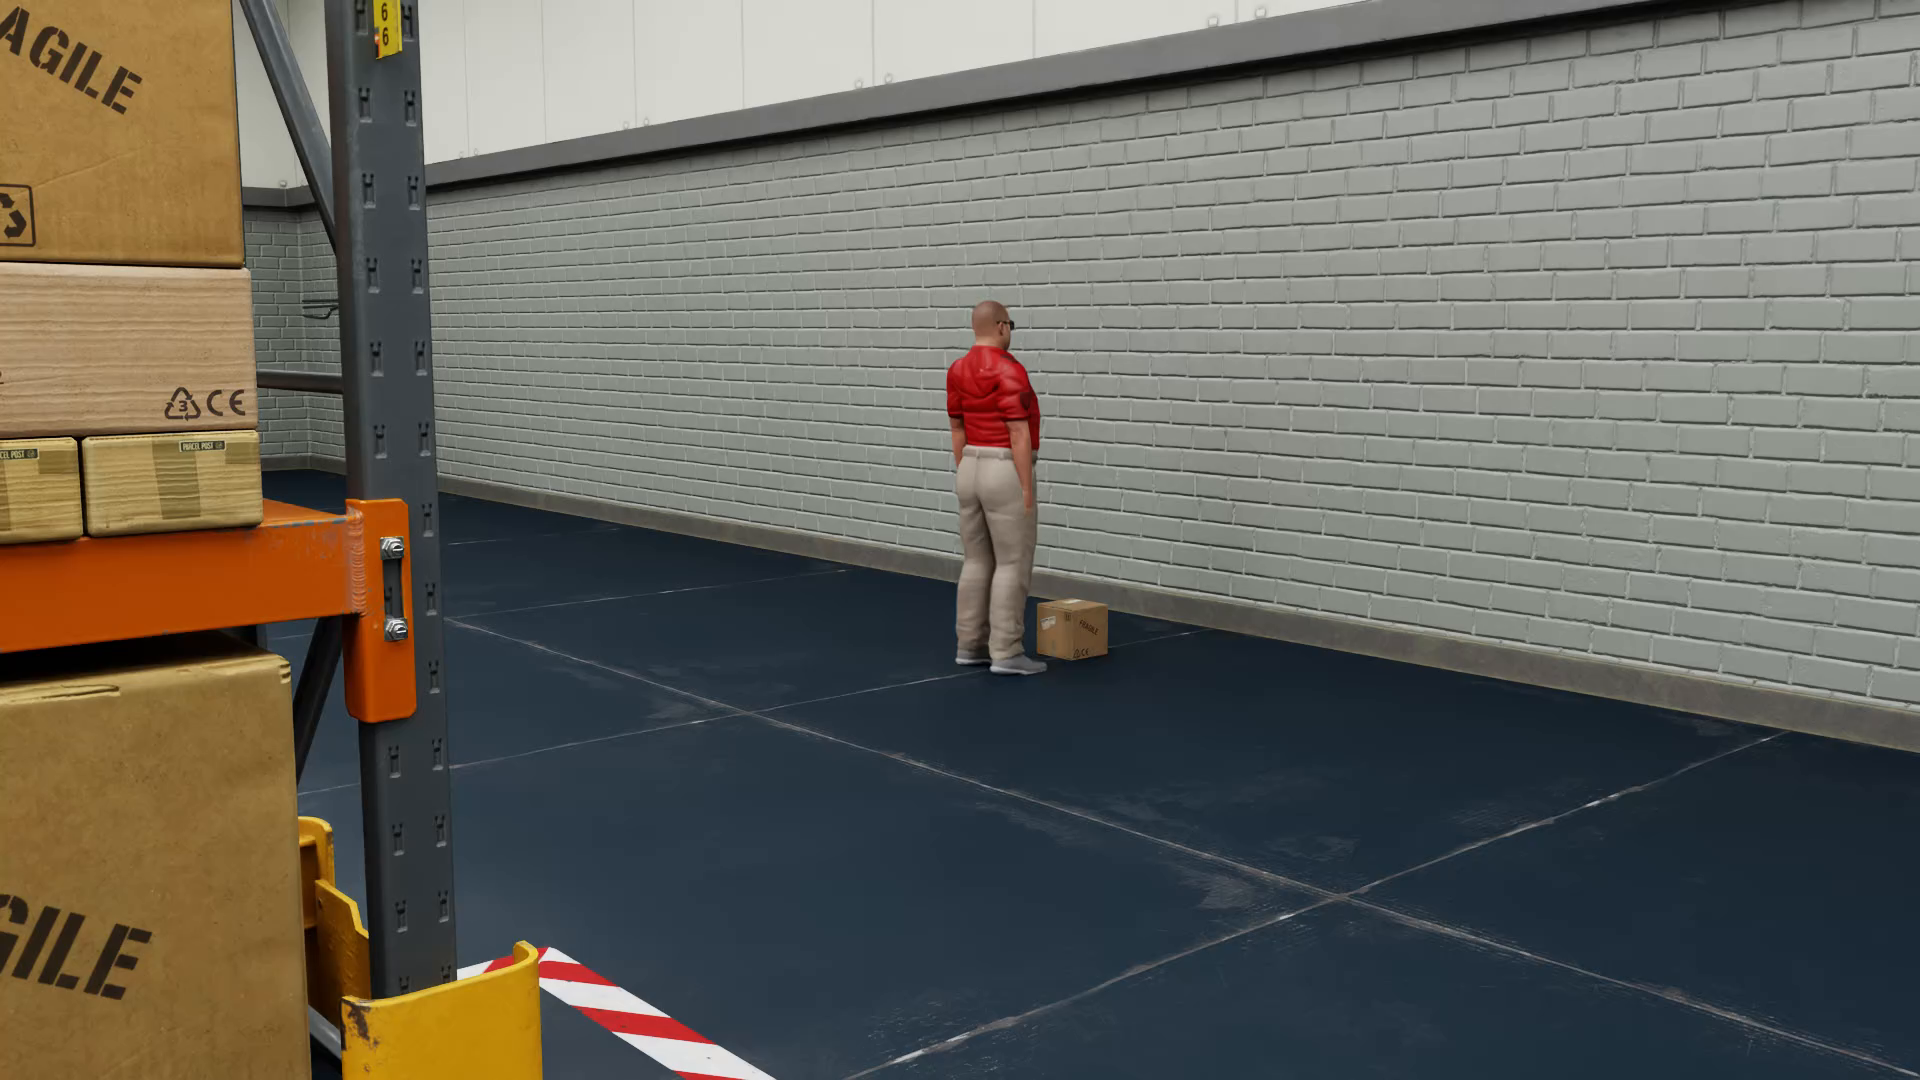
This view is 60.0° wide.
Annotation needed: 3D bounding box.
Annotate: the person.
[{"bbox_3d":[0.180,-0.246,7.822,0.351,1.743,0.530,-6,10,-39],"label":"person"}]
